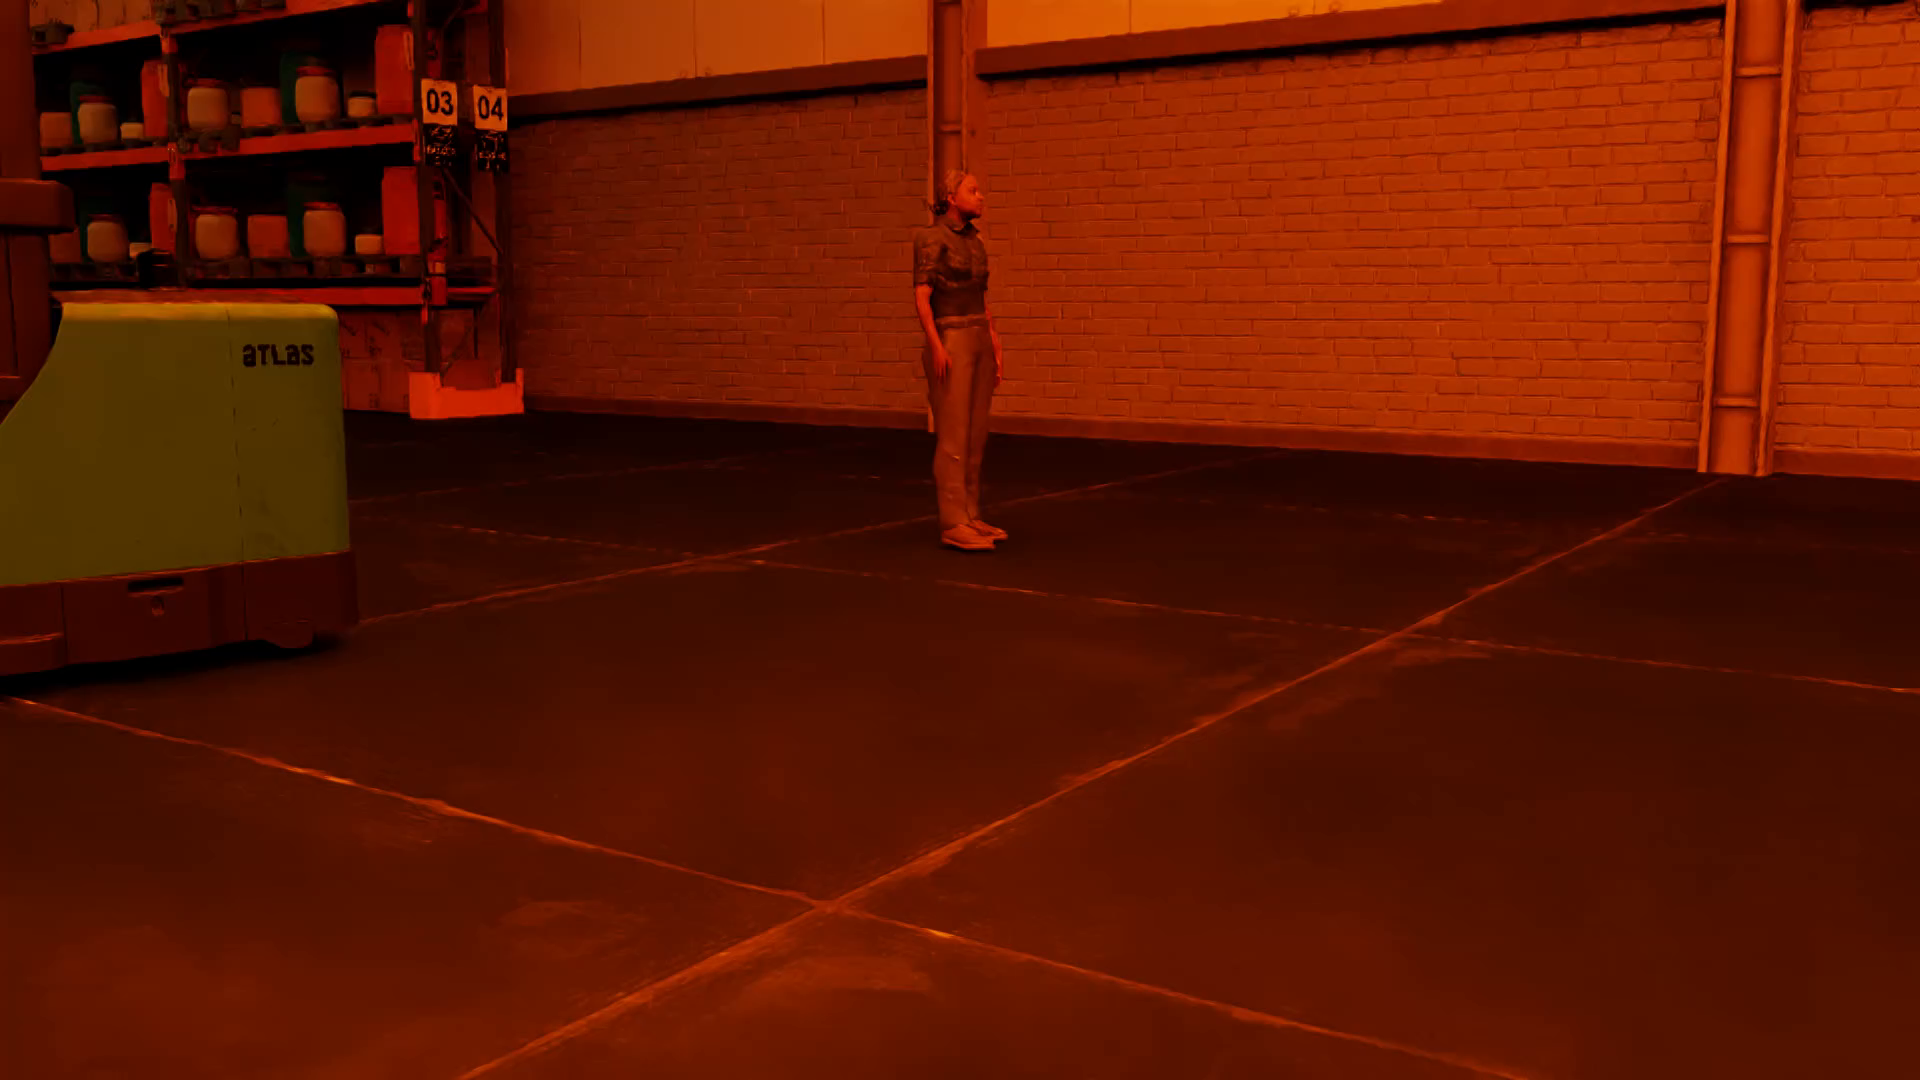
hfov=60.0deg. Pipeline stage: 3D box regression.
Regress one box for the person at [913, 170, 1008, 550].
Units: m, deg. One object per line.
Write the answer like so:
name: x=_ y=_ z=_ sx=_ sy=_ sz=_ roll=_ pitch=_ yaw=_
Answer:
person: x=0.062 y=-0.817 z=7.422 sx=0.503 sy=1.654 sz=0.570 roll=5 pitch=10 yaw=34

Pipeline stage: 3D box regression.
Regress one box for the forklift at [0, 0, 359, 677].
forklift: x=-3.319 y=-1.023 z=4.386 sx=3.031 sy=2.935 sz=1.130 roll=-7 pitch=11 yaw=-42
